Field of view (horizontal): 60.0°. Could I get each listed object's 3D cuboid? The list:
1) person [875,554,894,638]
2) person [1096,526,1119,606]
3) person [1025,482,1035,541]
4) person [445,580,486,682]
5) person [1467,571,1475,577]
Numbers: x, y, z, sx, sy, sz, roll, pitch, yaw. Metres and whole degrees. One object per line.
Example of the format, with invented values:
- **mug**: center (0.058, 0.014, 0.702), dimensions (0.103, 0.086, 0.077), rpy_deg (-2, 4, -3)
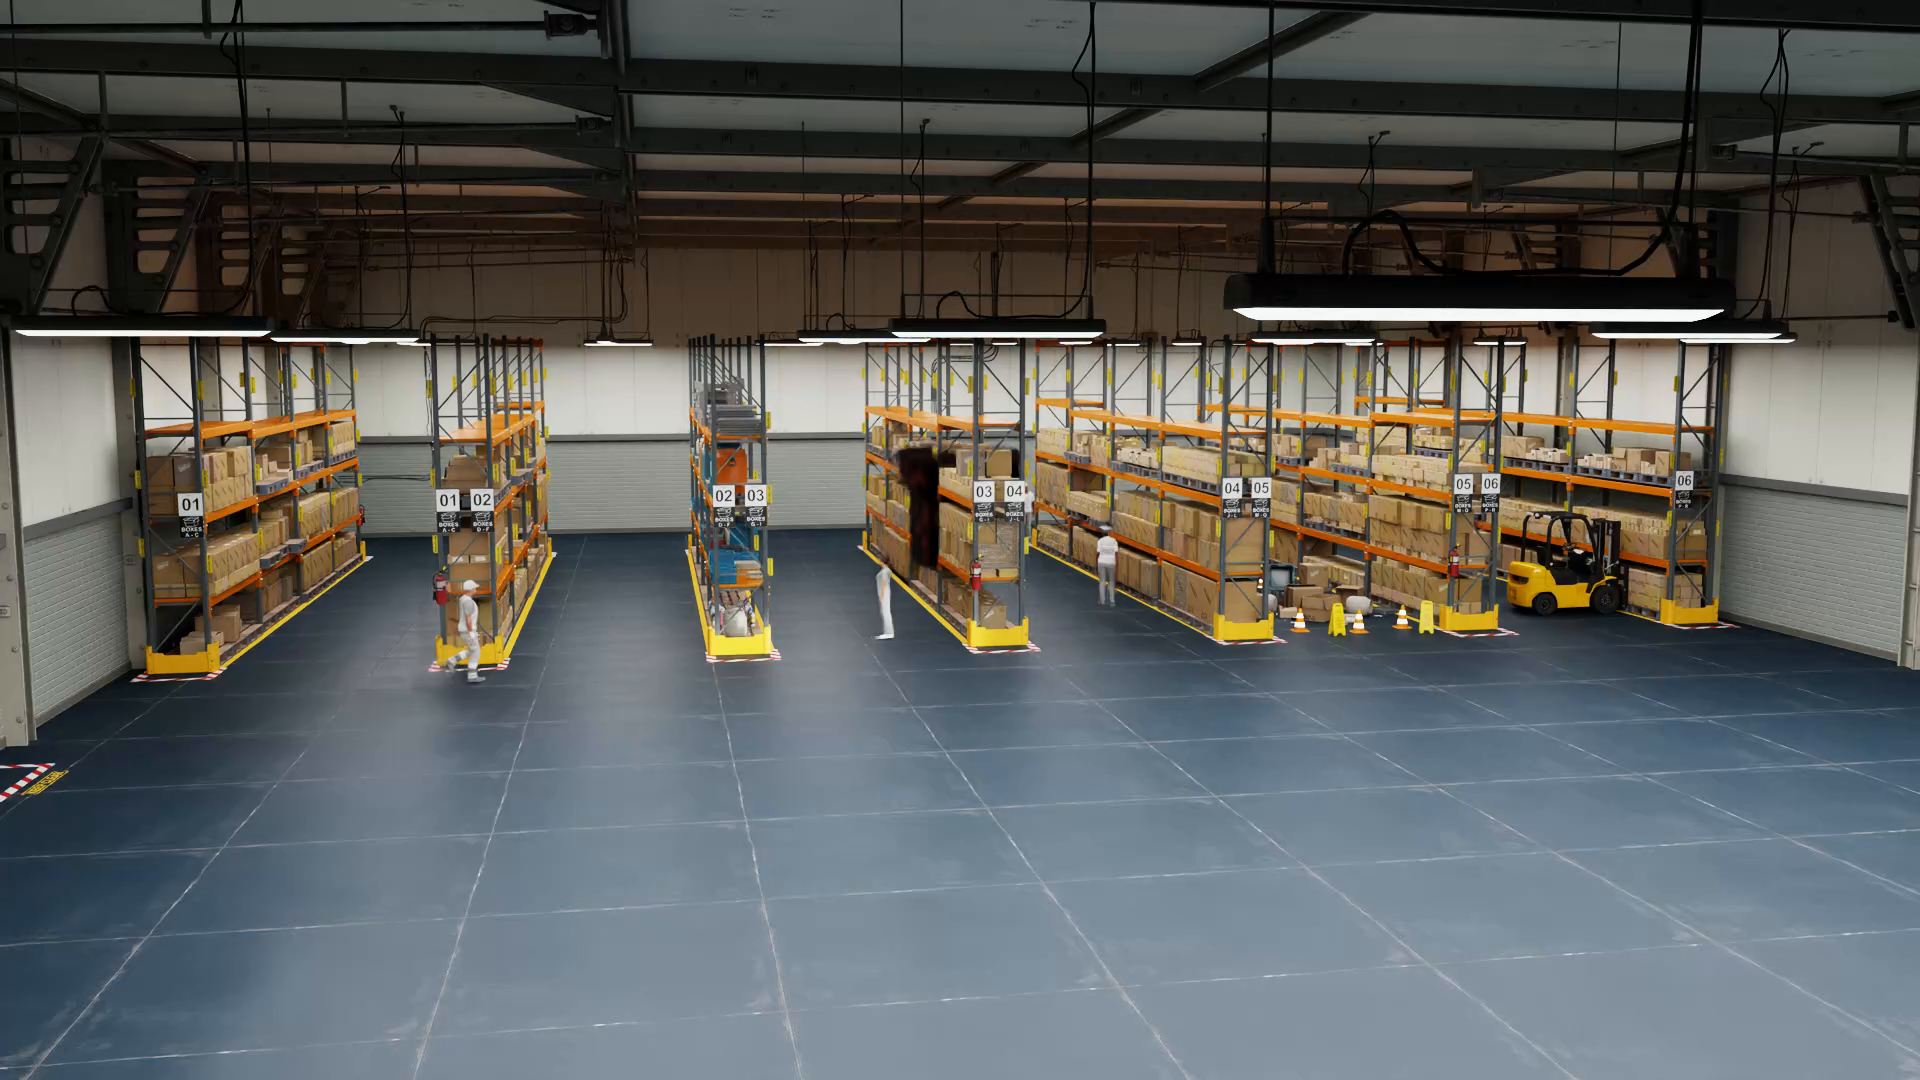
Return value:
- **person**: center (-1.502, 1.128, 32.983), dimensions (0.372, 1.709, 0.555), rpy_deg (0, 7, -1)
- **person**: center (3.142, 0.575, 35.424), dimensions (0.497, 1.754, 0.615), rpy_deg (2, 7, 14)
- **person**: center (1.944, -0.847, 49.617), dimensions (0.620, 1.770, 0.386), rpy_deg (-2, 7, -19)
- **person**: center (-8.517, 1.568, 28.539), dimensions (0.688, 1.763, 0.606), rpy_deg (-1, 7, -10)
- **person**: center (12.353, 0.284, 40.466), dimensions (0.437, 1.592, 0.476), rpy_deg (3, 7, 27)
